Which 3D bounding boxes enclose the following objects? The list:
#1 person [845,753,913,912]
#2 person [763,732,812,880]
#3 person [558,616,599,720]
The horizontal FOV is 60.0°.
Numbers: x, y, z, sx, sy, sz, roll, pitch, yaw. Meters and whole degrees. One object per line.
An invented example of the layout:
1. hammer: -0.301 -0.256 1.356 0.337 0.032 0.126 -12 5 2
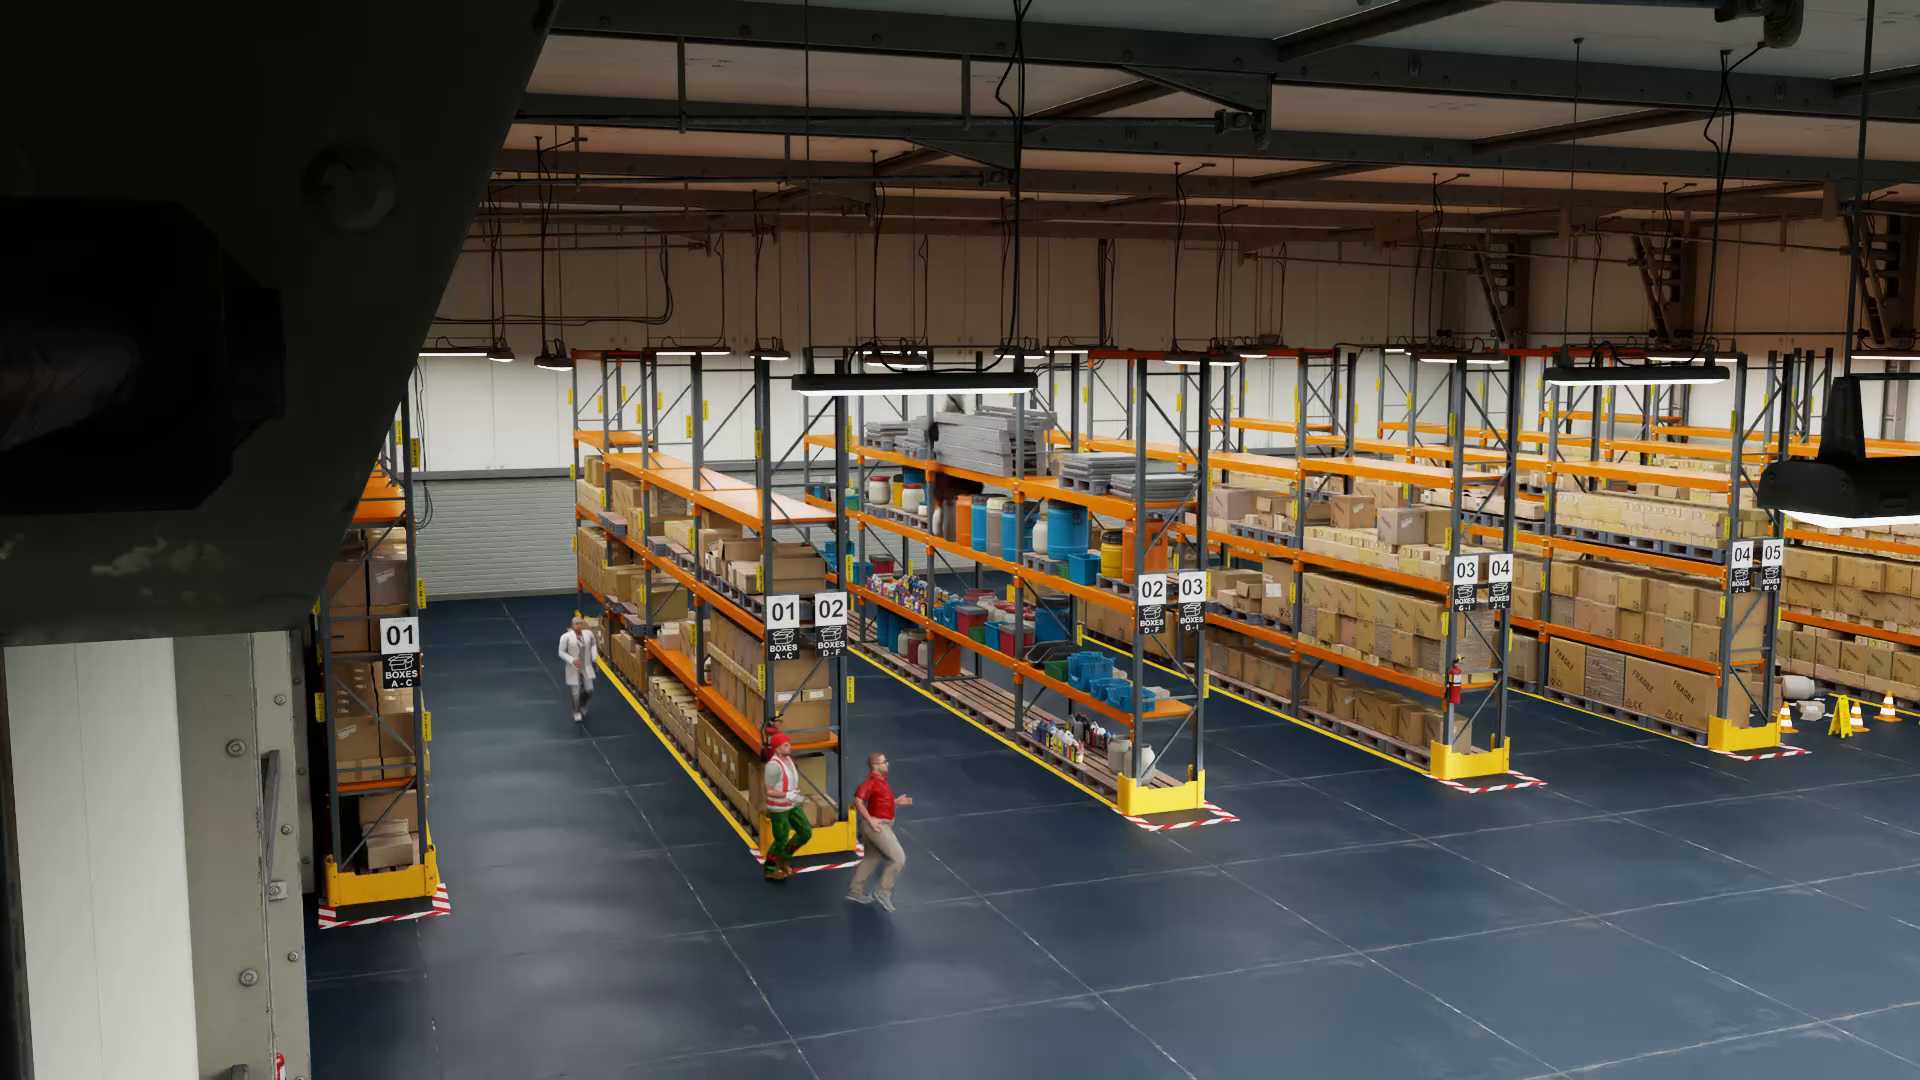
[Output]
1. person: -0.891 3.226 18.340 0.763 1.784 0.636 -1 7 -5
2. person: -1.989 3.075 19.146 0.640 1.751 0.628 3 8 25
3. person: -6.192 2.104 27.110 0.690 1.733 0.715 -4 8 -29
